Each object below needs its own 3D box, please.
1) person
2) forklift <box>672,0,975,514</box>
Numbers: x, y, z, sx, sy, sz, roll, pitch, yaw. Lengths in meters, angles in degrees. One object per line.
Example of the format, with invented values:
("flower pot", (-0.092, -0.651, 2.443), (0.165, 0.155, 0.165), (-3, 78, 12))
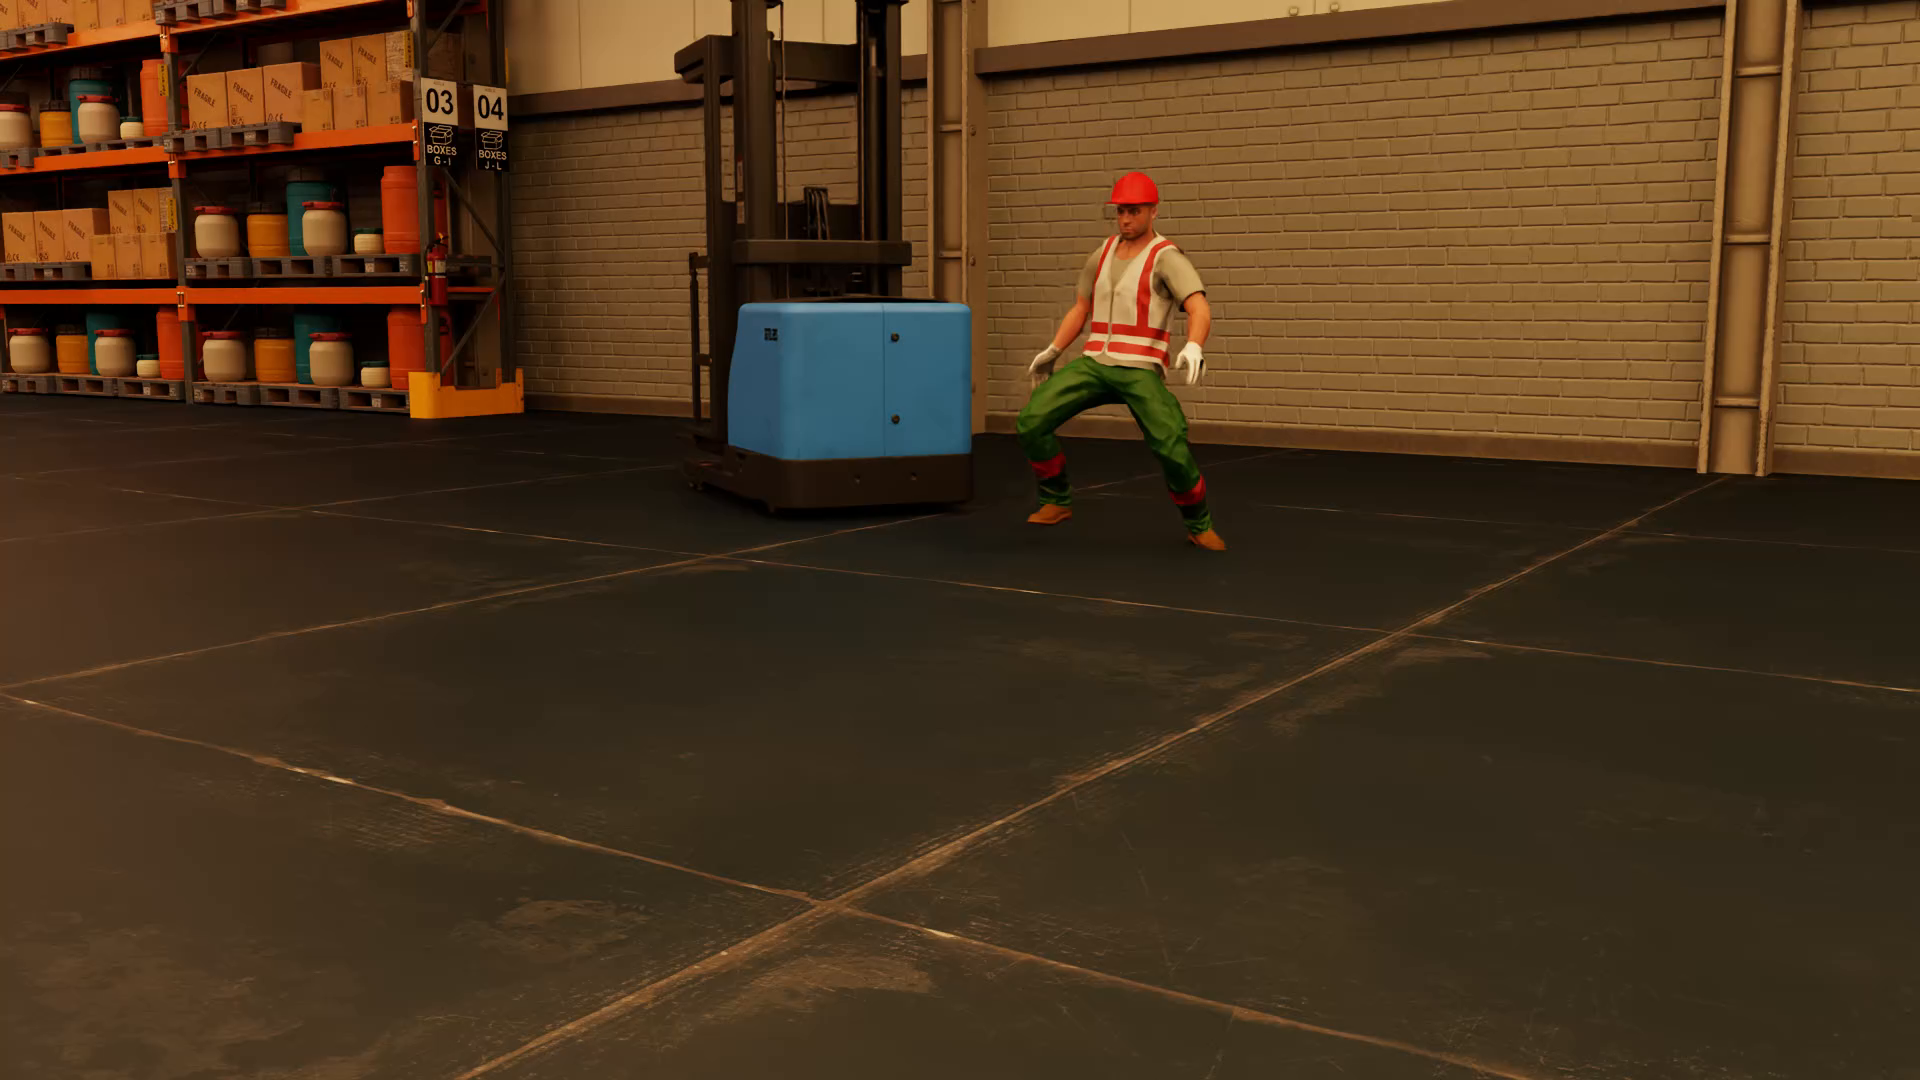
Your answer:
("person", (0.741, -0.777, 7.329), (0.993, 1.651, 0.678), (7, 11, 41))
("forklift", (-0.975, -1.752, 9.515), (1.130, 2.935, 3.031), (-3, 9, -23))
